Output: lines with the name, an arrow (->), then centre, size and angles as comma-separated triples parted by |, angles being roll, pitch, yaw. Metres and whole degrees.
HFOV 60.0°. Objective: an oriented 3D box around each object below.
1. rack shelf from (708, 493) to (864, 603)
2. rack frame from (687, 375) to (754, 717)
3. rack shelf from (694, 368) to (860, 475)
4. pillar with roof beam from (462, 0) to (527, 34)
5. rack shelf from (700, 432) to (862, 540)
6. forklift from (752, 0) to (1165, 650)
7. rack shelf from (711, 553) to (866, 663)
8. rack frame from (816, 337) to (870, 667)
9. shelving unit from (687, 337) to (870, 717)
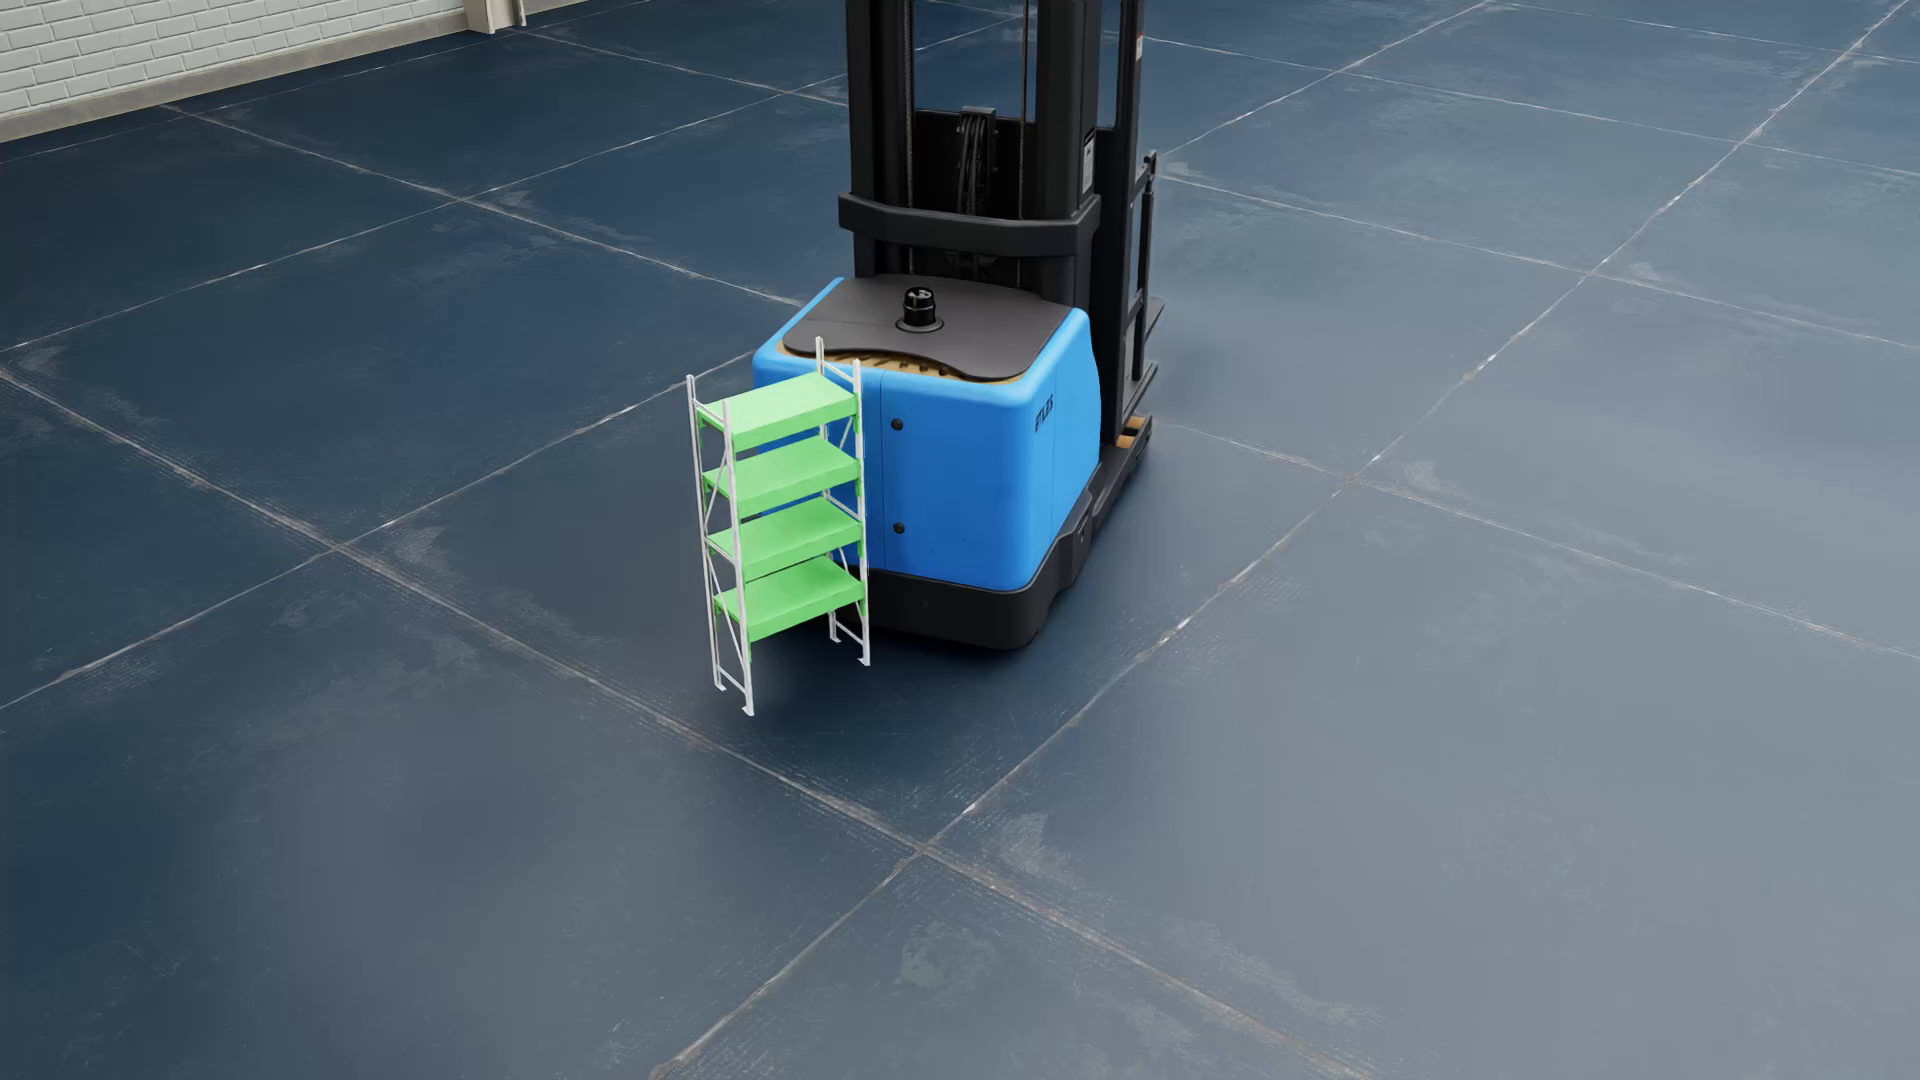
rack shelf -> -0.596, 0.021, 5.663 | 0.480, 0.148, 0.258 | -21, 37, -32
rack frame -> -0.790, 0.041, 5.503 | 0.015, 1.200, 0.240 | -21, 37, -32
rack shelf -> -0.596, -0.392, 5.419 | 0.480, 0.148, 0.258 | -21, 37, -32
pillar with roof beam -> -0.492, -6.894, 9.556 | 9.100, 9.000, 0.400 | 21, 37, 31
rack shelf -> -0.596, -0.186, 5.541 | 0.480, 0.148, 0.258 | -21, 37, -32
forklift -> 0.218, -1.609, 6.590 | 1.130, 2.935, 3.031 | 10, 32, 16
rack shelf -> -0.596, 0.227, 5.786 | 0.480, 0.148, 0.258 | -21, 37, -32
rack frame -> -0.402, -0.110, 5.758 | 0.015, 1.200, 0.240 | -21, 37, -32
shelving unit -> -0.596, -0.034, 5.631 | 0.503, 1.200, 0.258 | -21, 37, -32
